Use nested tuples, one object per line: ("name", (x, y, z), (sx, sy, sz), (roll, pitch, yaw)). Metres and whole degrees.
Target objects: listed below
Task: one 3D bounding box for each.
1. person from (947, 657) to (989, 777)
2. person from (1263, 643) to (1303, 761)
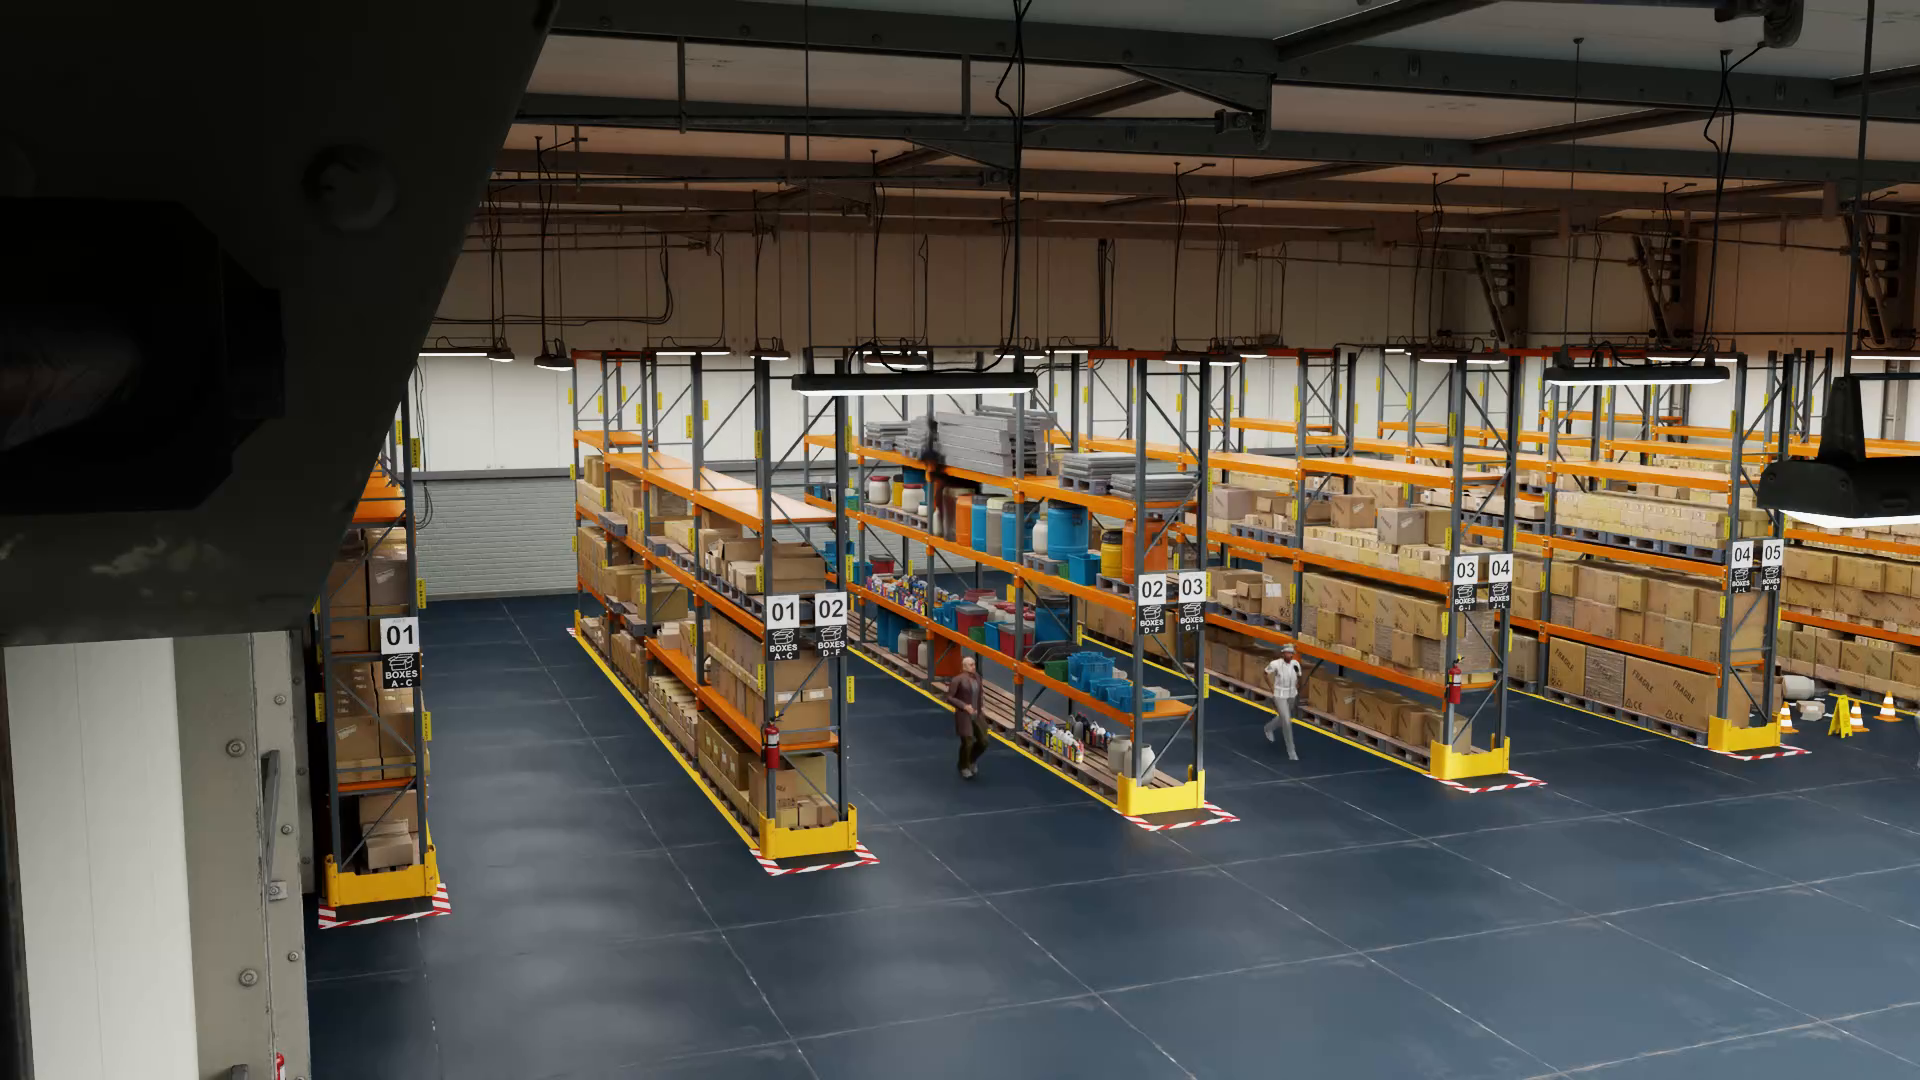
("person", (0.146, 2.529, 23.650), (0.714, 1.742, 0.635), (-5, 9, -34))
("person", (4.908, 2.387, 25.128), (0.543, 1.736, 1.015), (-3, 8, -26))
